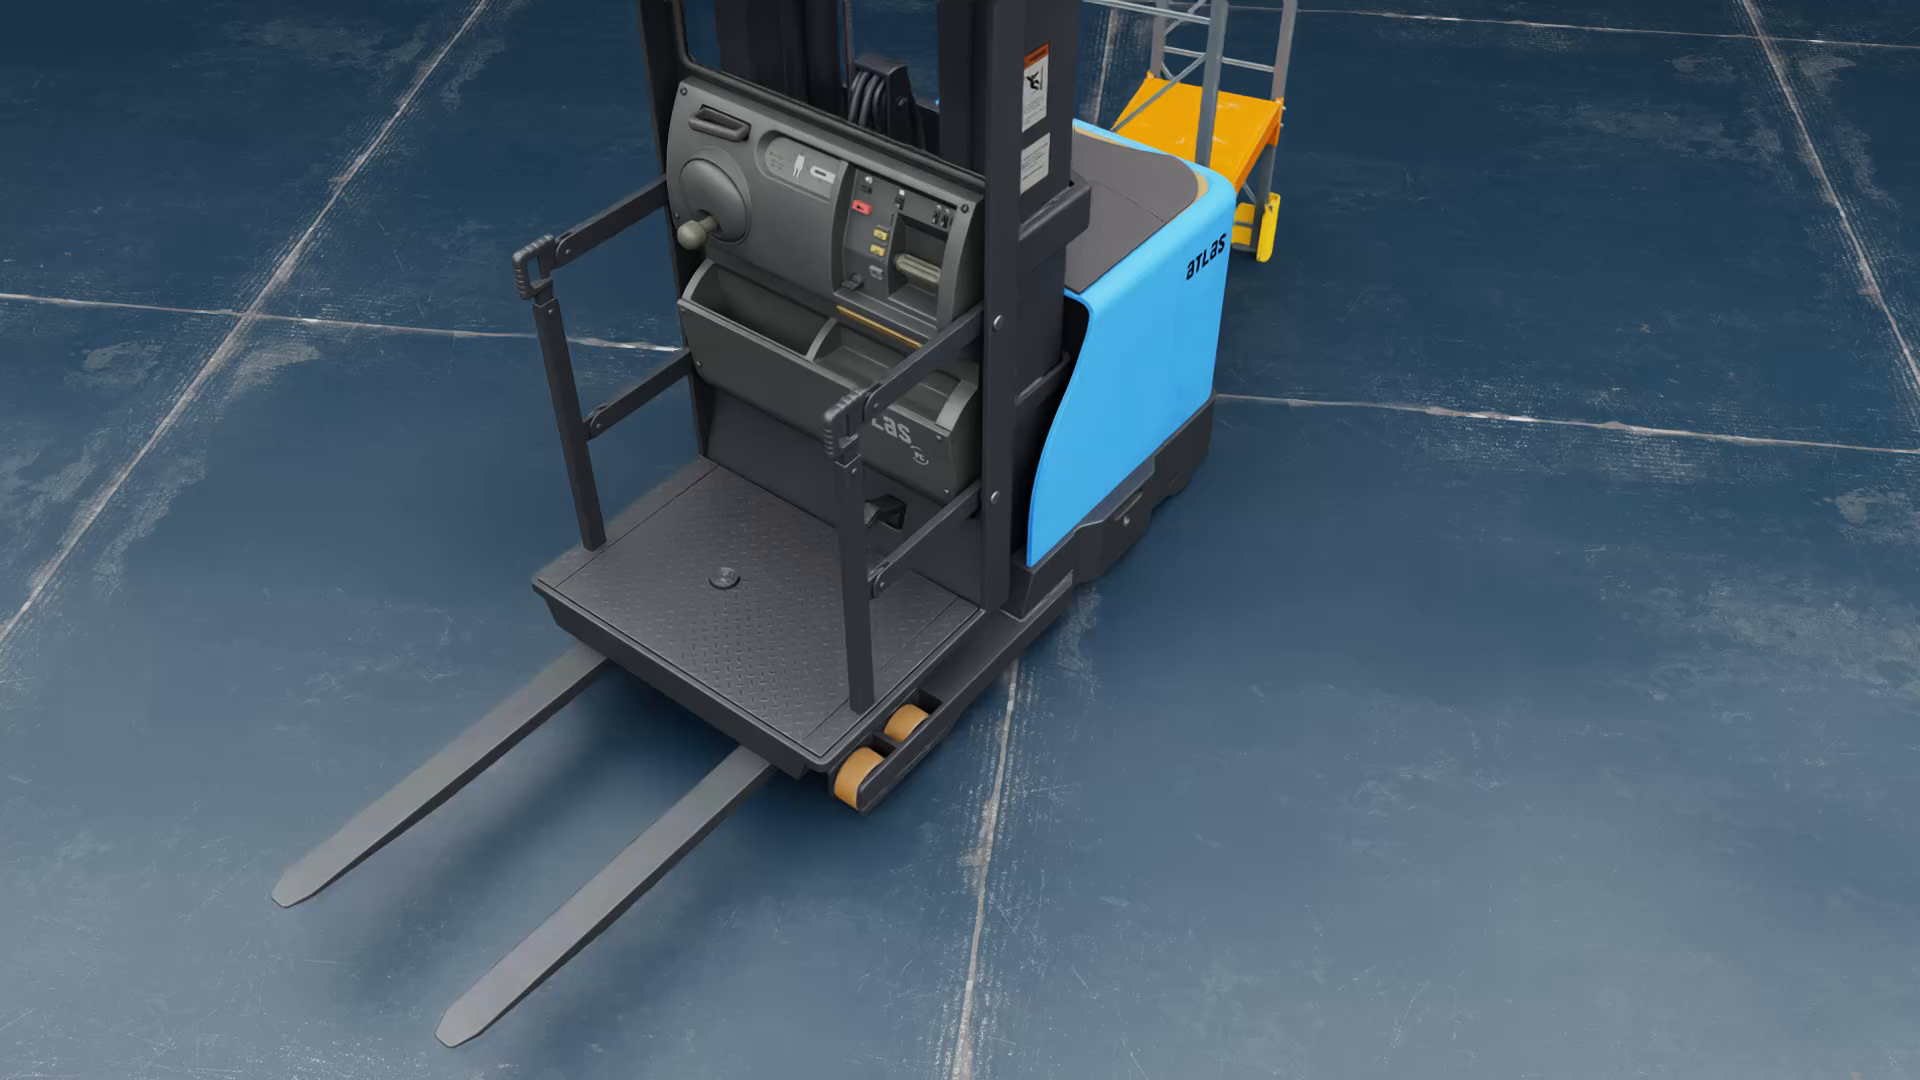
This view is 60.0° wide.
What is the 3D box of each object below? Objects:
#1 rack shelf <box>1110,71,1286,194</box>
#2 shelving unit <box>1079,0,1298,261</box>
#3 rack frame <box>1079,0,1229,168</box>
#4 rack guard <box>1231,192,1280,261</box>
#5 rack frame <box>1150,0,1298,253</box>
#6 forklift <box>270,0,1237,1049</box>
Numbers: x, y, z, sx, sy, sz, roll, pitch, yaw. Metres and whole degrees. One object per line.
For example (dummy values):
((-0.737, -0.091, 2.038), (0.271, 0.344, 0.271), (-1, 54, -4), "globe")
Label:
((0.733, -1.274, 5.766), (0.538, 0.185, 1.000), (16, 46, 17), "rack shelf")
((0.729, -1.399, 5.637), (0.587, 1.500, 1.083), (16, 46, 17), "shelving unit")
((0.533, -1.083, 5.303), (0.500, 1.500, 0.032), (16, 46, 17), "rack frame")
((0.924, -1.260, 6.399), (0.587, 0.250, 0.087), (16, 46, 17), "rack guard")
((0.932, -1.726, 5.982), (0.500, 1.500, 0.032), (16, 46, 17), "rack frame")
((-0.481, -0.727, 3.886), (1.130, 2.935, 3.031), (28, 50, 26), "forklift")
